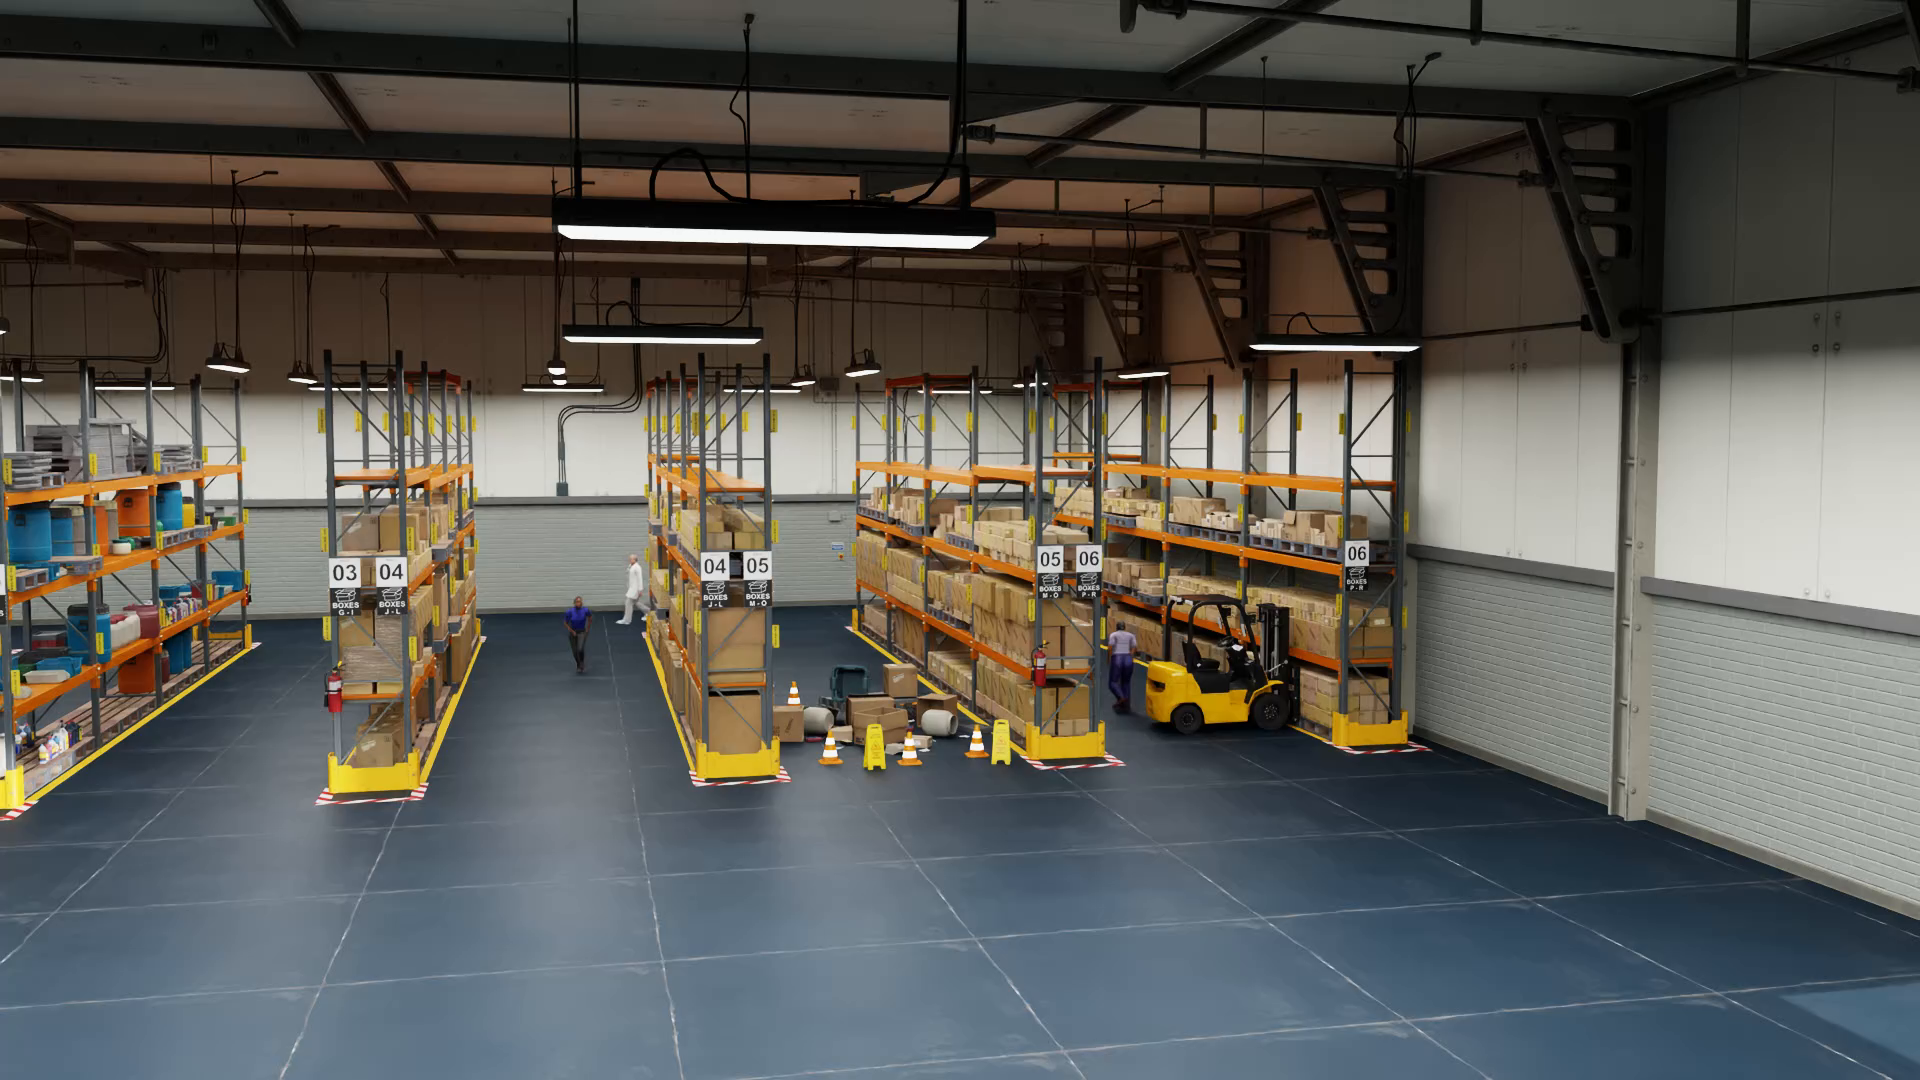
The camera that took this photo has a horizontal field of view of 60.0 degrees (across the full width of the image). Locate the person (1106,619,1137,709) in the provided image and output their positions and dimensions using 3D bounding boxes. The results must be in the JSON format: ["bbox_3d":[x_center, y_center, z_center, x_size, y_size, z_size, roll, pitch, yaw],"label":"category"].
[{"bbox_3d":[2.880,2.195,29.294,0.576,1.554,0.753,-1,4,-15],"label":"person"}]

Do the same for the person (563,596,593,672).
[{"bbox_3d":[-7.675,1.895,33.447,0.524,1.569,0.736,0,4,-2],"label":"person"}]

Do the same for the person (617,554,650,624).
[{"bbox_3d":[-8.147,1.223,41.775,1.010,1.751,0.632,-3,5,-32],"label":"person"}]
